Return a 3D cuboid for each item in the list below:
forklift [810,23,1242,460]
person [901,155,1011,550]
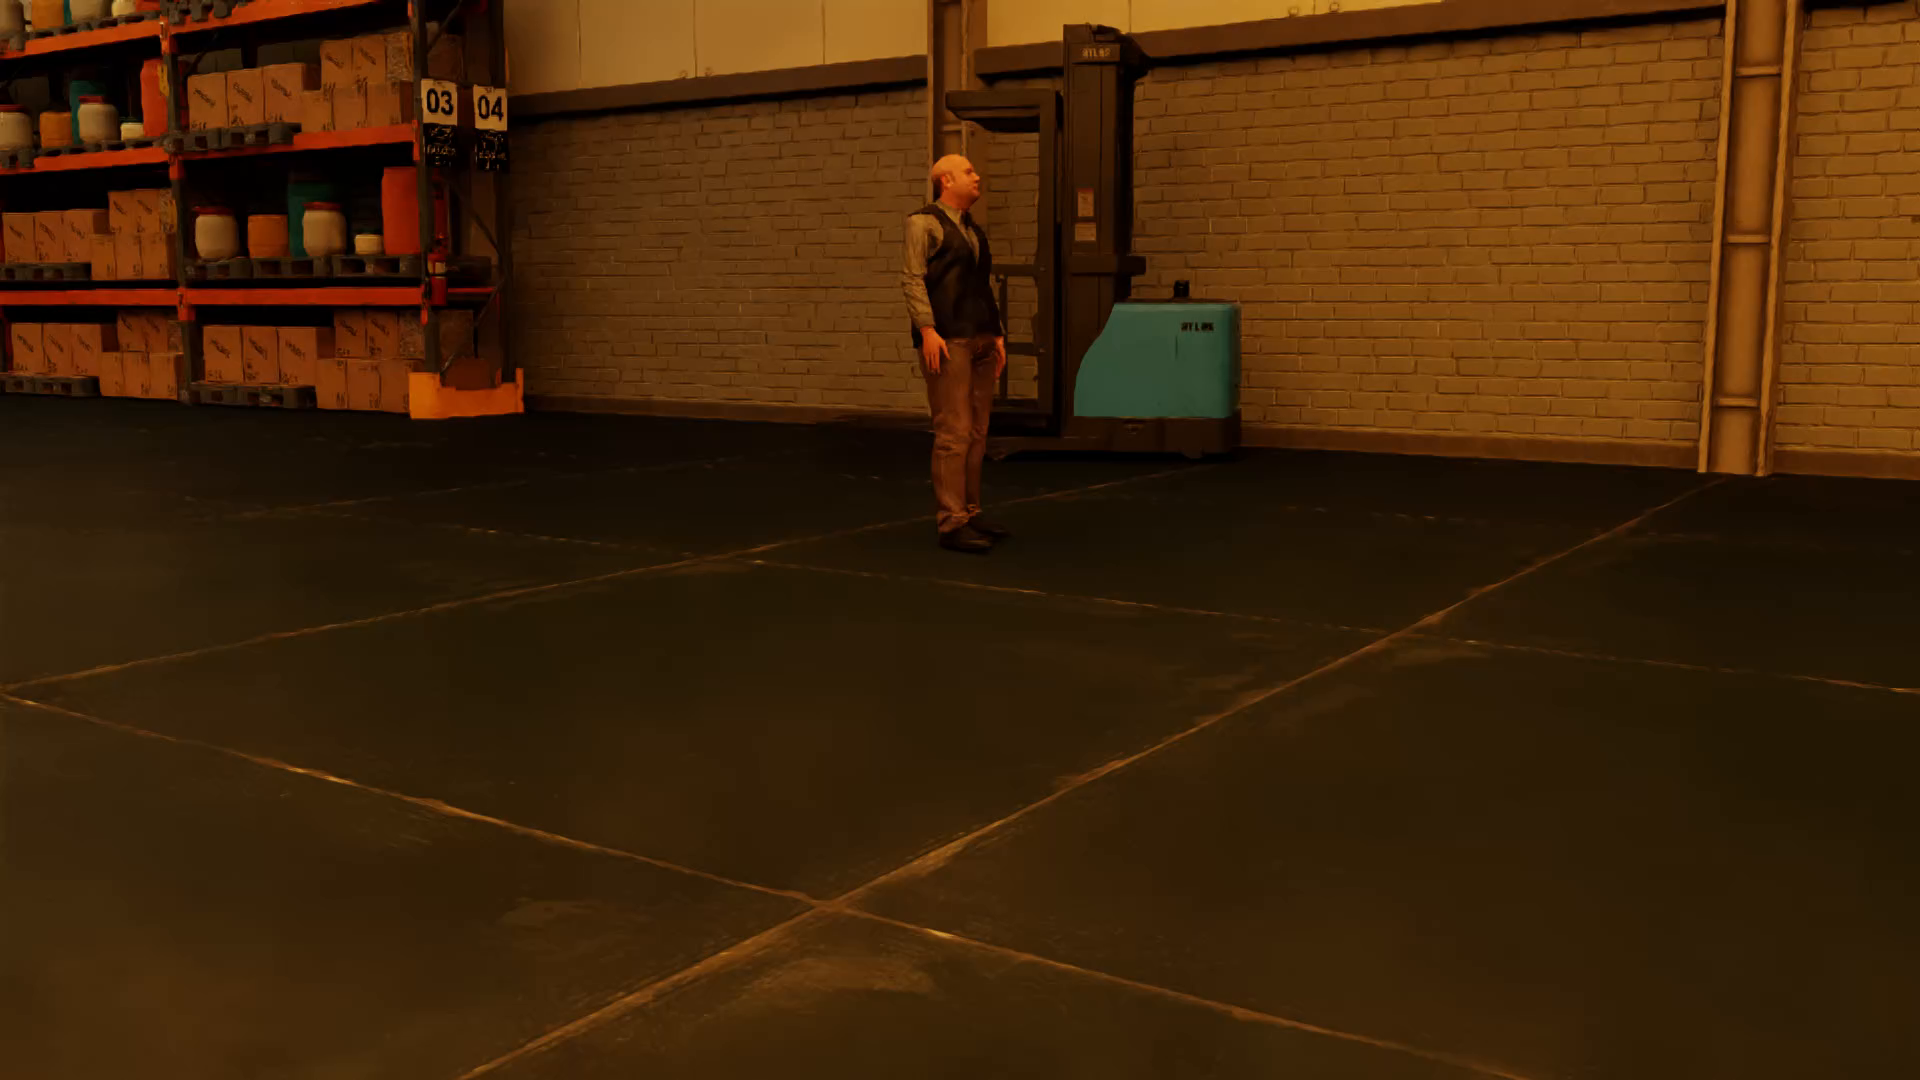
[{"bbox_3d":[0.464,-2.080,11.821,3.031,2.935,1.130,2,8,14],"label":"forklift"},{"bbox_3d":[0.047,-0.853,7.440,0.567,1.720,0.632,5,10,34],"label":"person"}]
